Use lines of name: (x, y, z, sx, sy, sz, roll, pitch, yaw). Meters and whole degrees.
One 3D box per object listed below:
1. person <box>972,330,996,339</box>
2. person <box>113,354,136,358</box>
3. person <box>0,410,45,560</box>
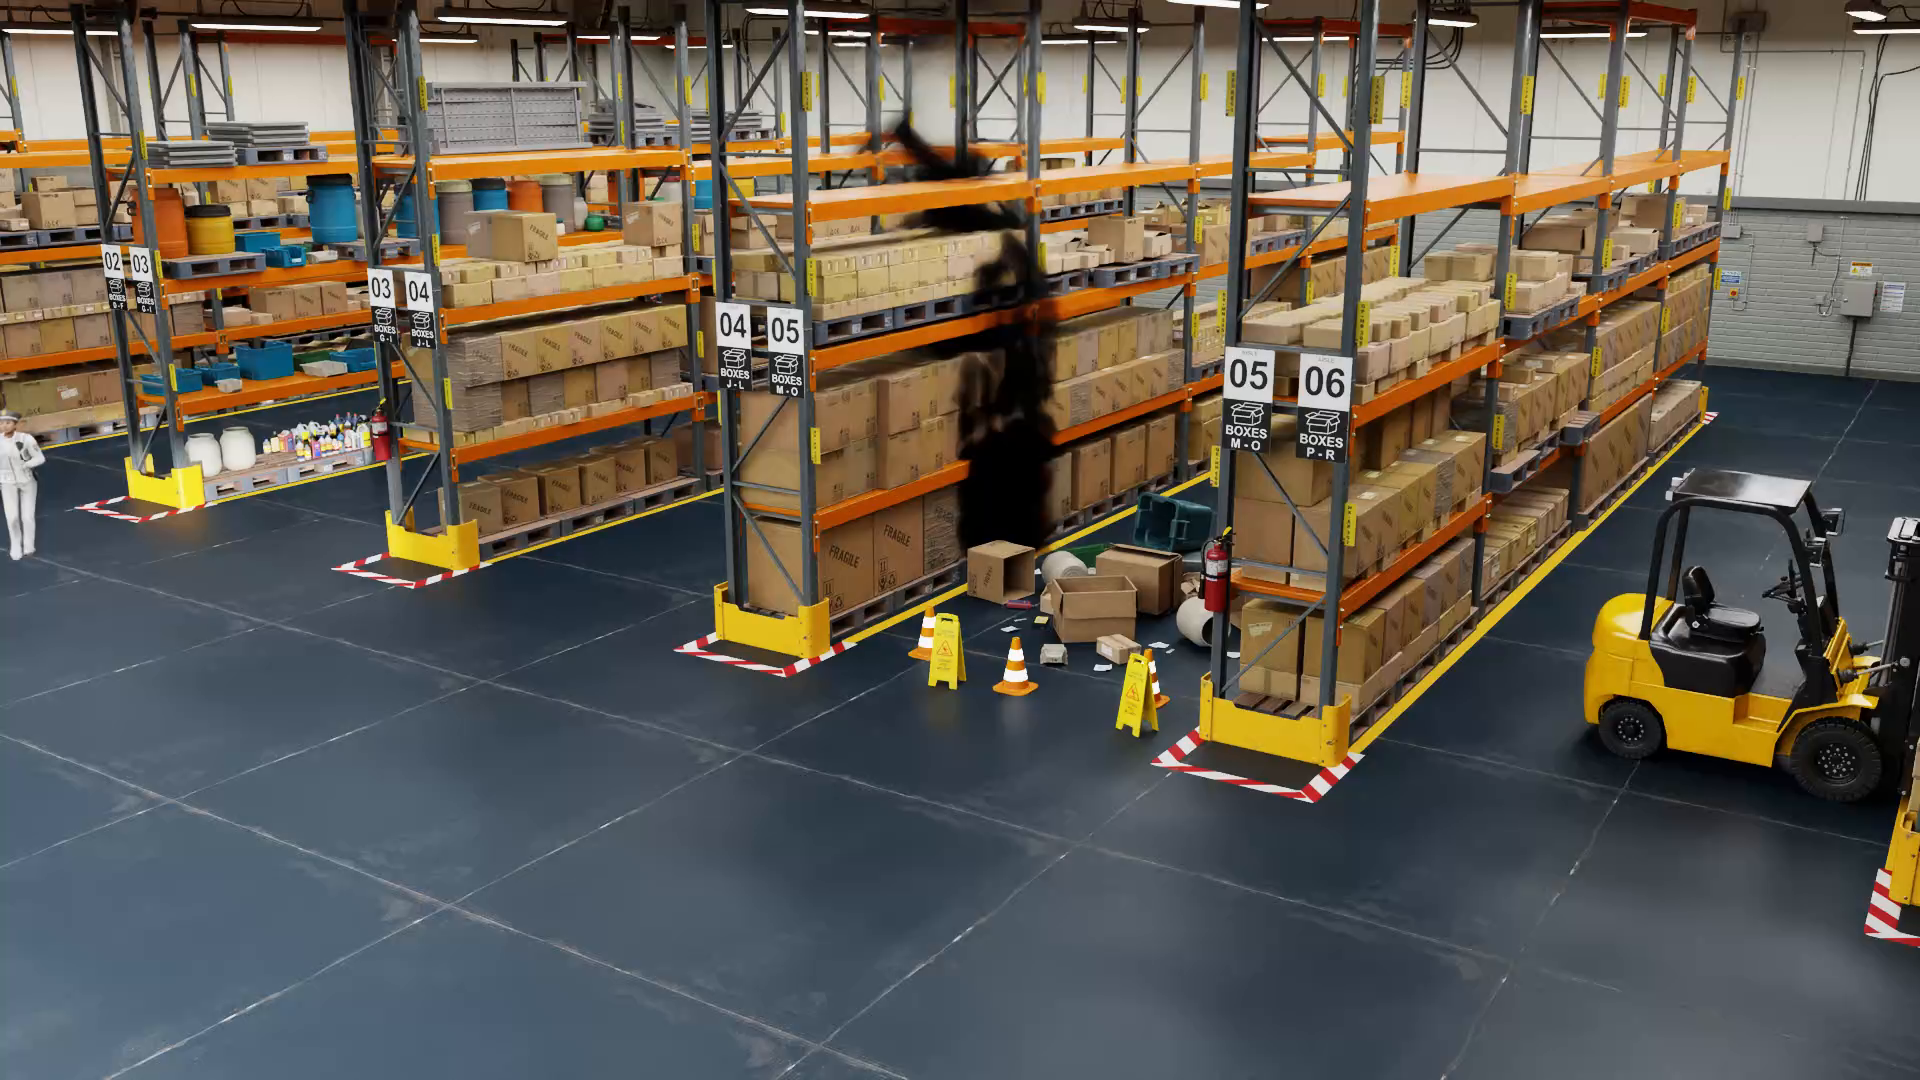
person: (0.324, -2.356, 24.403, 0.674, 1.825, 0.718, 9, 18, 29)
person: (-13.572, -3.028, 26.919, 0.638, 1.688, 0.733, 8, 17, 25)
person: (-10.365, -0.606, 18.290, 0.566, 1.701, 0.647, -6, 17, -21)
